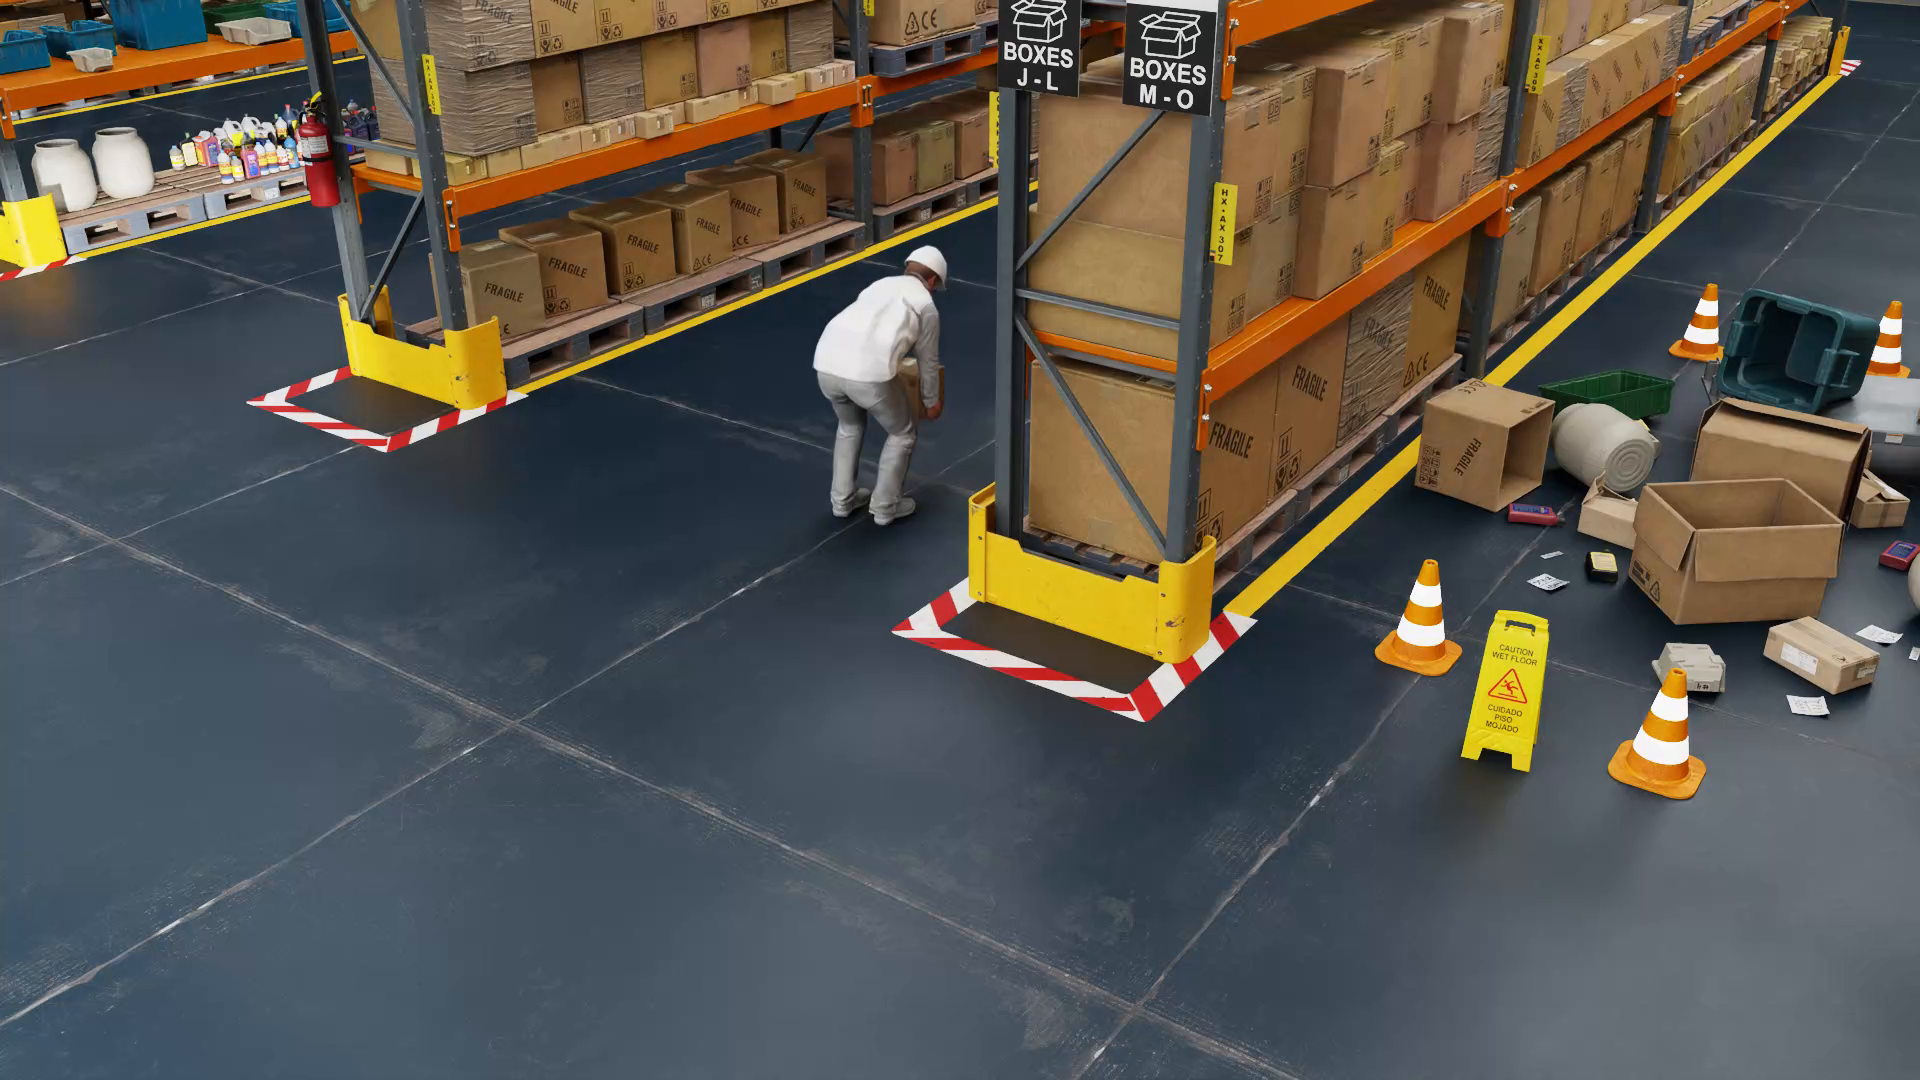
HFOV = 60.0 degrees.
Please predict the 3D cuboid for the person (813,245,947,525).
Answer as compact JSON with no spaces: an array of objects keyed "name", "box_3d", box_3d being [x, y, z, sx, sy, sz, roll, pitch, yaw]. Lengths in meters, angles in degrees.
[{"name":"person","box_3d":[-0.367,-0.806,8.694,0.467,1.317,0.949,16,31,29]}]
